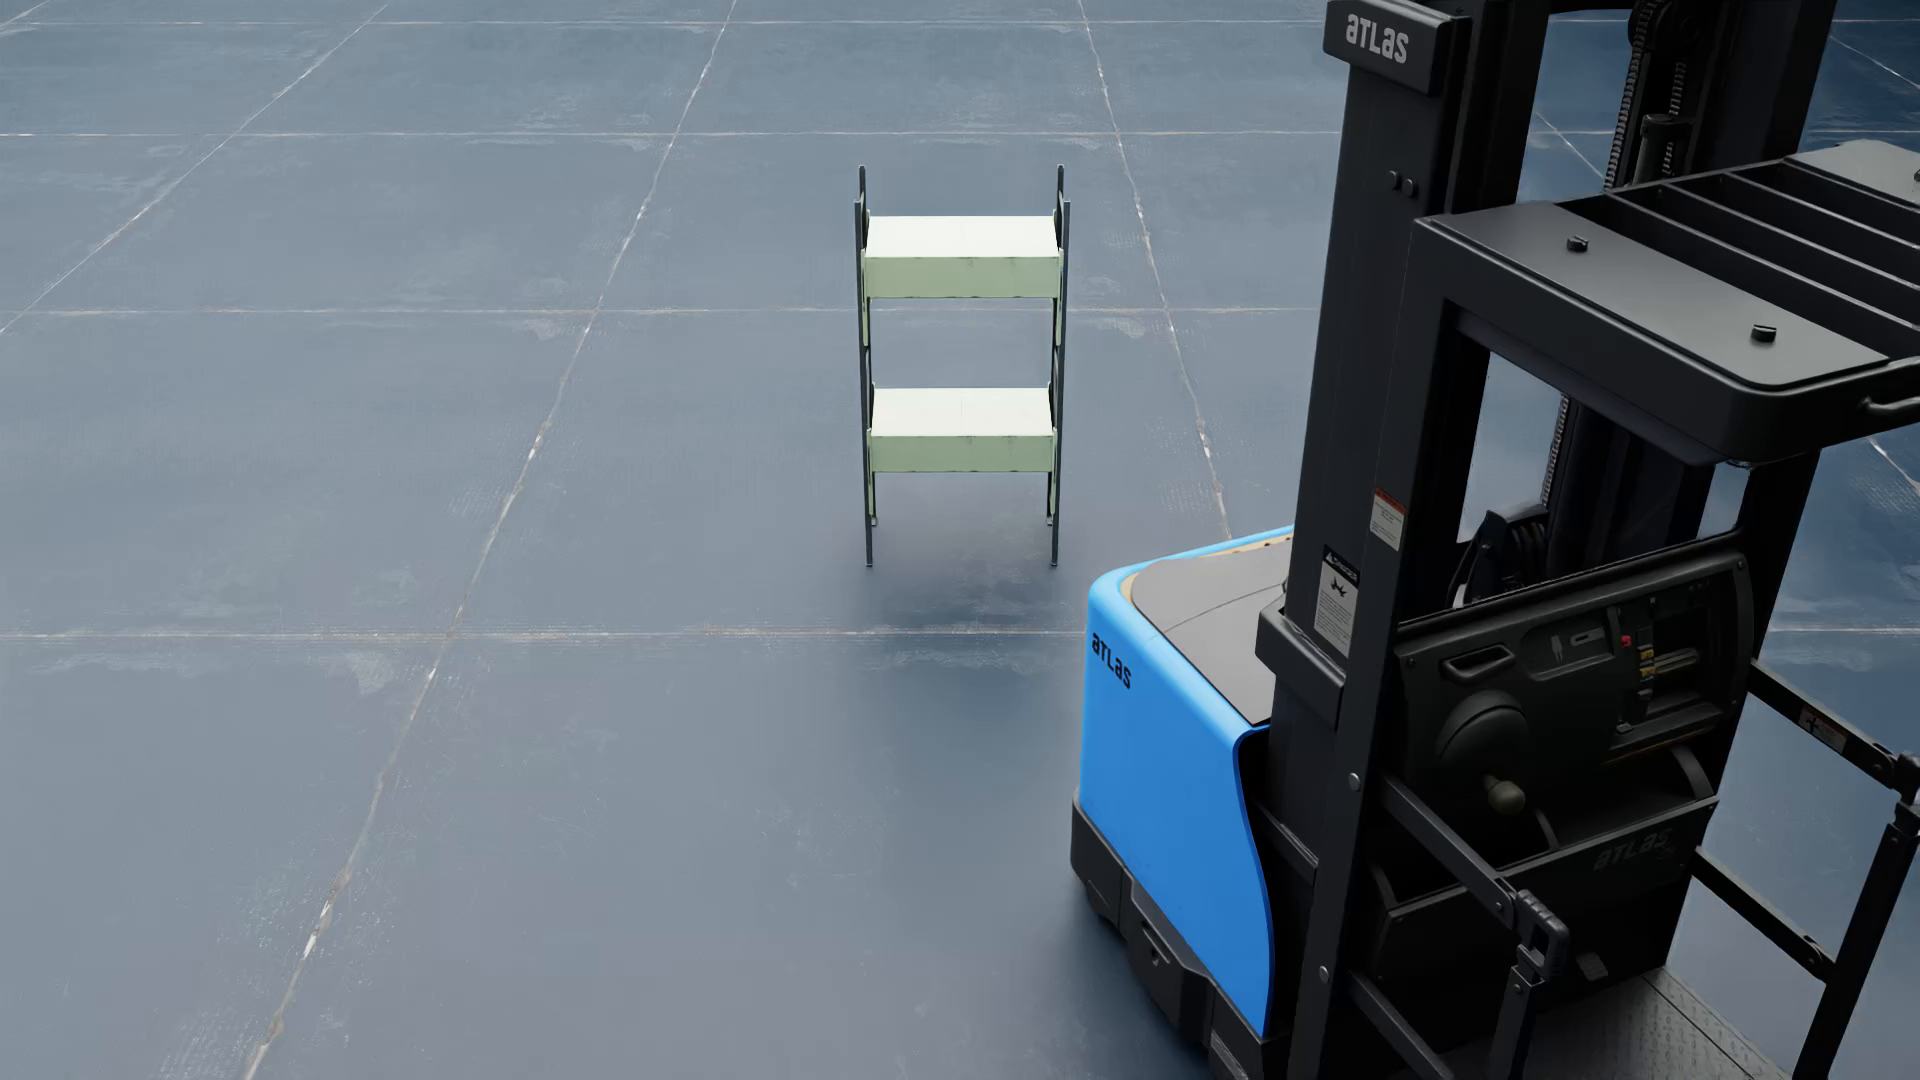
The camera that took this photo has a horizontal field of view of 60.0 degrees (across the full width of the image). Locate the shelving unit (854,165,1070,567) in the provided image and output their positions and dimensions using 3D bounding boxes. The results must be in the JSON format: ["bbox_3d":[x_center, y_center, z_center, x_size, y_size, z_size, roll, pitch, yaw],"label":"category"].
[{"bbox_3d":[0.007,-0.641,6.361,0.755,1.500,0.431,0,31,0],"label":"shelving unit"}]

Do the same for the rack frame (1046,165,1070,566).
[{"bbox_3d":[0.373,-0.642,6.363,0.023,1.500,0.400,0,31,0],"label":"rack frame"}]

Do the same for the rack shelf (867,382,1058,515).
[{"bbox_3d":[0.007,-0.363,6.530,0.720,0.370,0.431,0,31,0],"label":"rack shelf"}]

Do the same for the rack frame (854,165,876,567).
[{"bbox_3d":[-0.359,-0.640,6.359,0.023,1.500,0.400,0,31,0],"label":"rack frame"}]

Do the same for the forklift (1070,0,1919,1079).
[{"bbox_3d":[1.400,0.352,3.343,1.130,2.935,3.031,-13,34,-21],"label":"forklift"}]

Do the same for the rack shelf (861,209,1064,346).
[{"bbox_3d":[0.007,-0.975,6.159,0.720,0.370,0.431,0,31,0],"label":"rack shelf"}]
